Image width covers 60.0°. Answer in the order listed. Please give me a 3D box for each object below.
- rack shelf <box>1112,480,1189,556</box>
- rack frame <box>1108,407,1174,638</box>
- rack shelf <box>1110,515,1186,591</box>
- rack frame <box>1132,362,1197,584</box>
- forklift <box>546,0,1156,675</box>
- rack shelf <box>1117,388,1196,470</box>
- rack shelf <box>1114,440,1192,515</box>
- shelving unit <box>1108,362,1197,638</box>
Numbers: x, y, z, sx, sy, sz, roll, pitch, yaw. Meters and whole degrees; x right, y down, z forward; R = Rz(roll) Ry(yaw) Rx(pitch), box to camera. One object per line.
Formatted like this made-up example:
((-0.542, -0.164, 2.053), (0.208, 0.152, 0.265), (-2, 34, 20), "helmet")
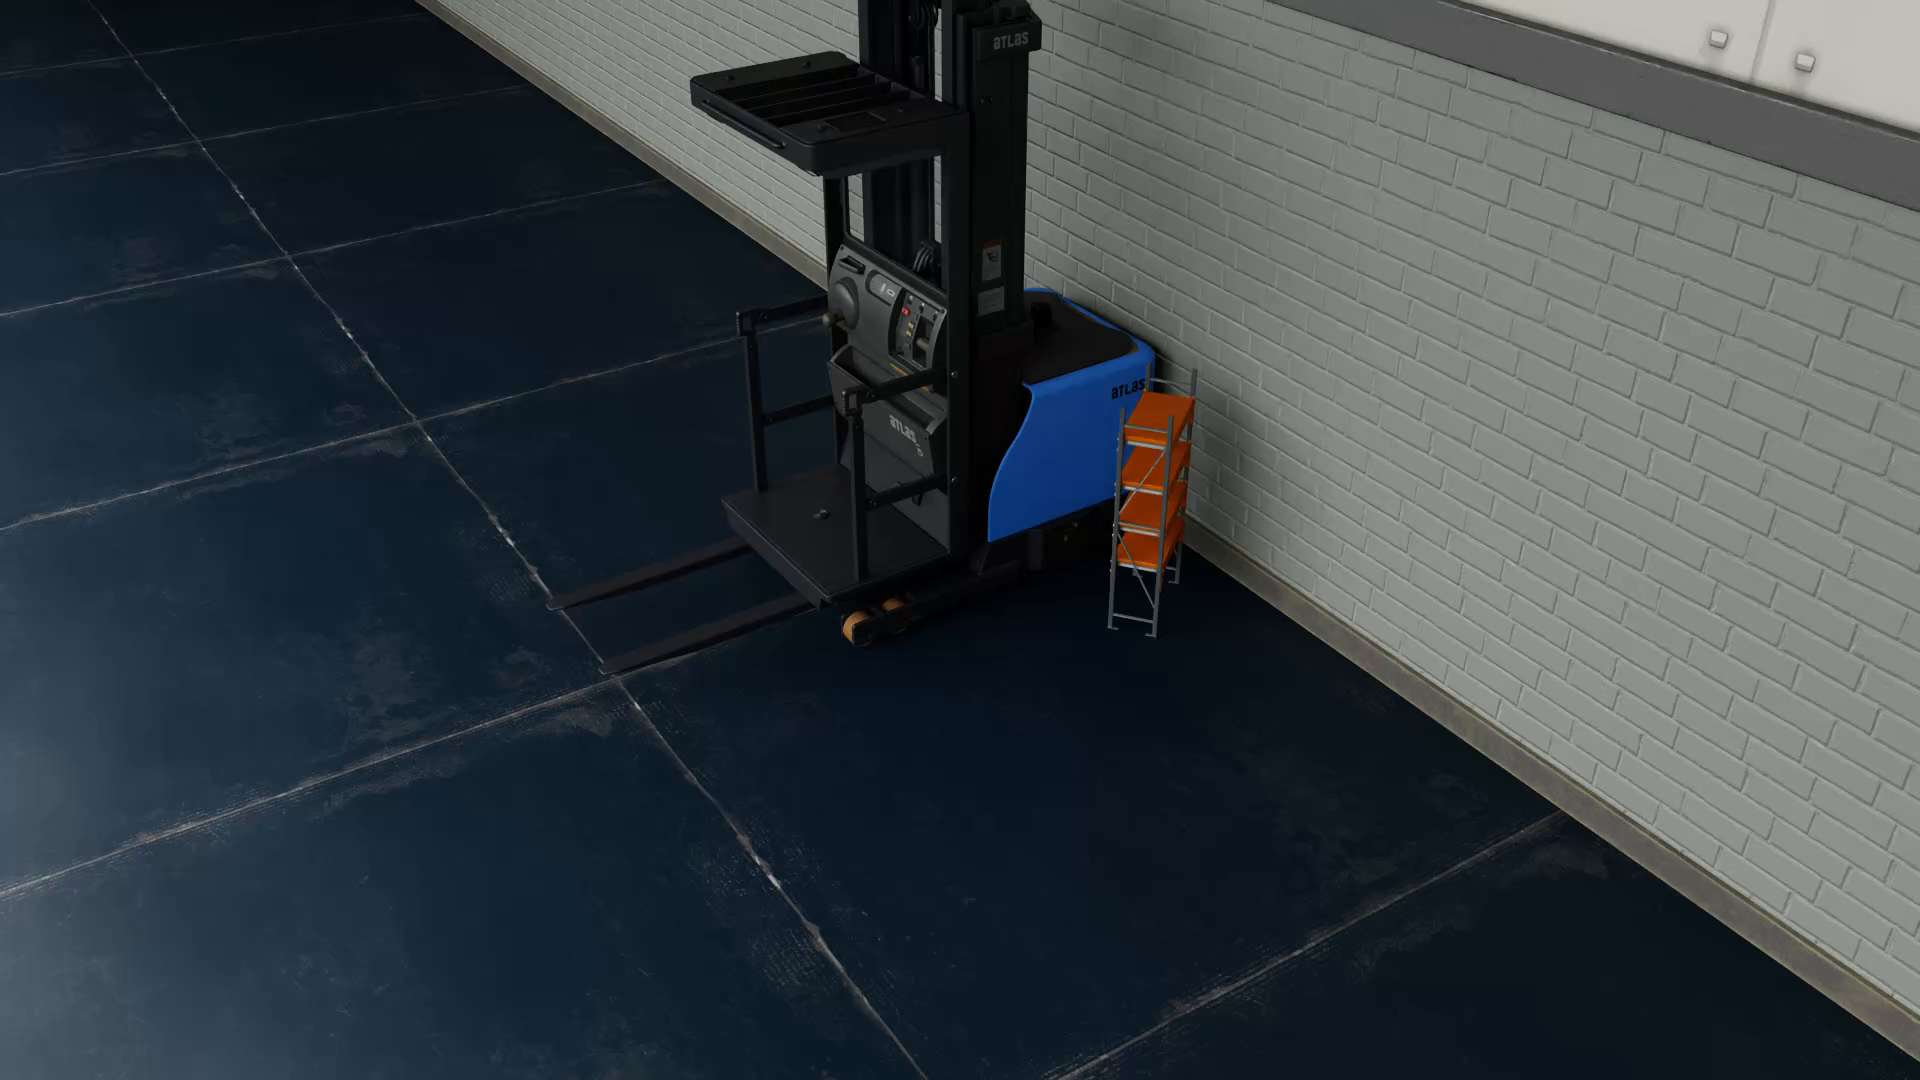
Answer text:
((0.913, -0.128, 7.955), (0.258, 0.148, 0.480), (10, 34, 16), "rack shelf")
((0.833, -0.062, 7.724), (0.240, 1.200, 0.015), (10, 34, 16), "rack frame")
((0.913, 0.040, 8.061), (0.258, 0.148, 0.480), (10, 34, 16), "rack shelf")
((0.993, -0.308, 8.114), (0.240, 1.200, 0.015), (10, 34, 16), "rack frame")
((-0.518, -1.053, 7.672), (3.031, 2.935, 1.130), (-20, 37, -28), "forklift")
((0.913, -0.518, 7.709), (0.258, 0.148, 0.480), (10, 34, 16), "rack shelf")
((0.913, -0.317, 7.836), (0.258, 0.148, 0.480), (10, 34, 16), "rack shelf")
((0.913, -0.185, 7.919), (0.258, 1.200, 0.503), (10, 34, 16), "shelving unit")
